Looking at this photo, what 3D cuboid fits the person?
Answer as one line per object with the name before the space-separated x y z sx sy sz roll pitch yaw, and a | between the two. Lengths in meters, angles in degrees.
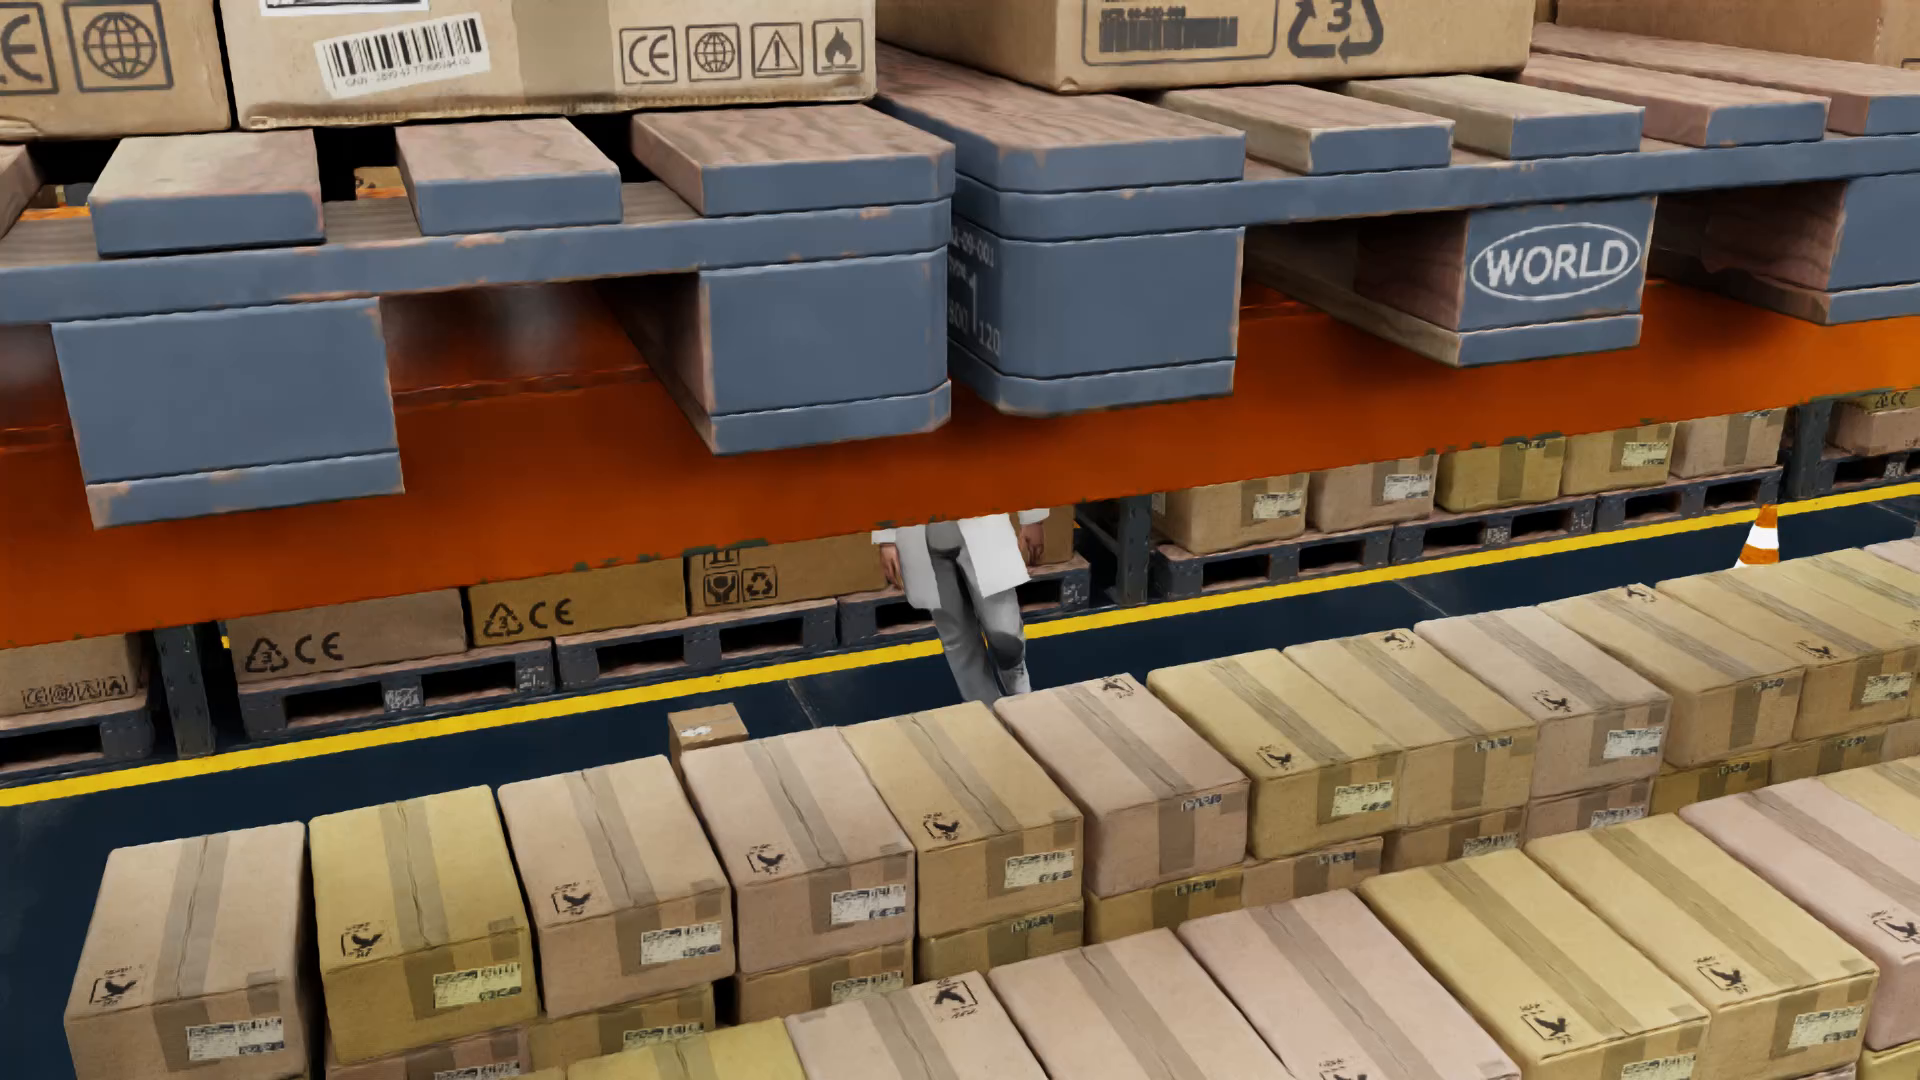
person | -0.013 -0.019 6.183 0.696 1.739 0.662 2 22 5
